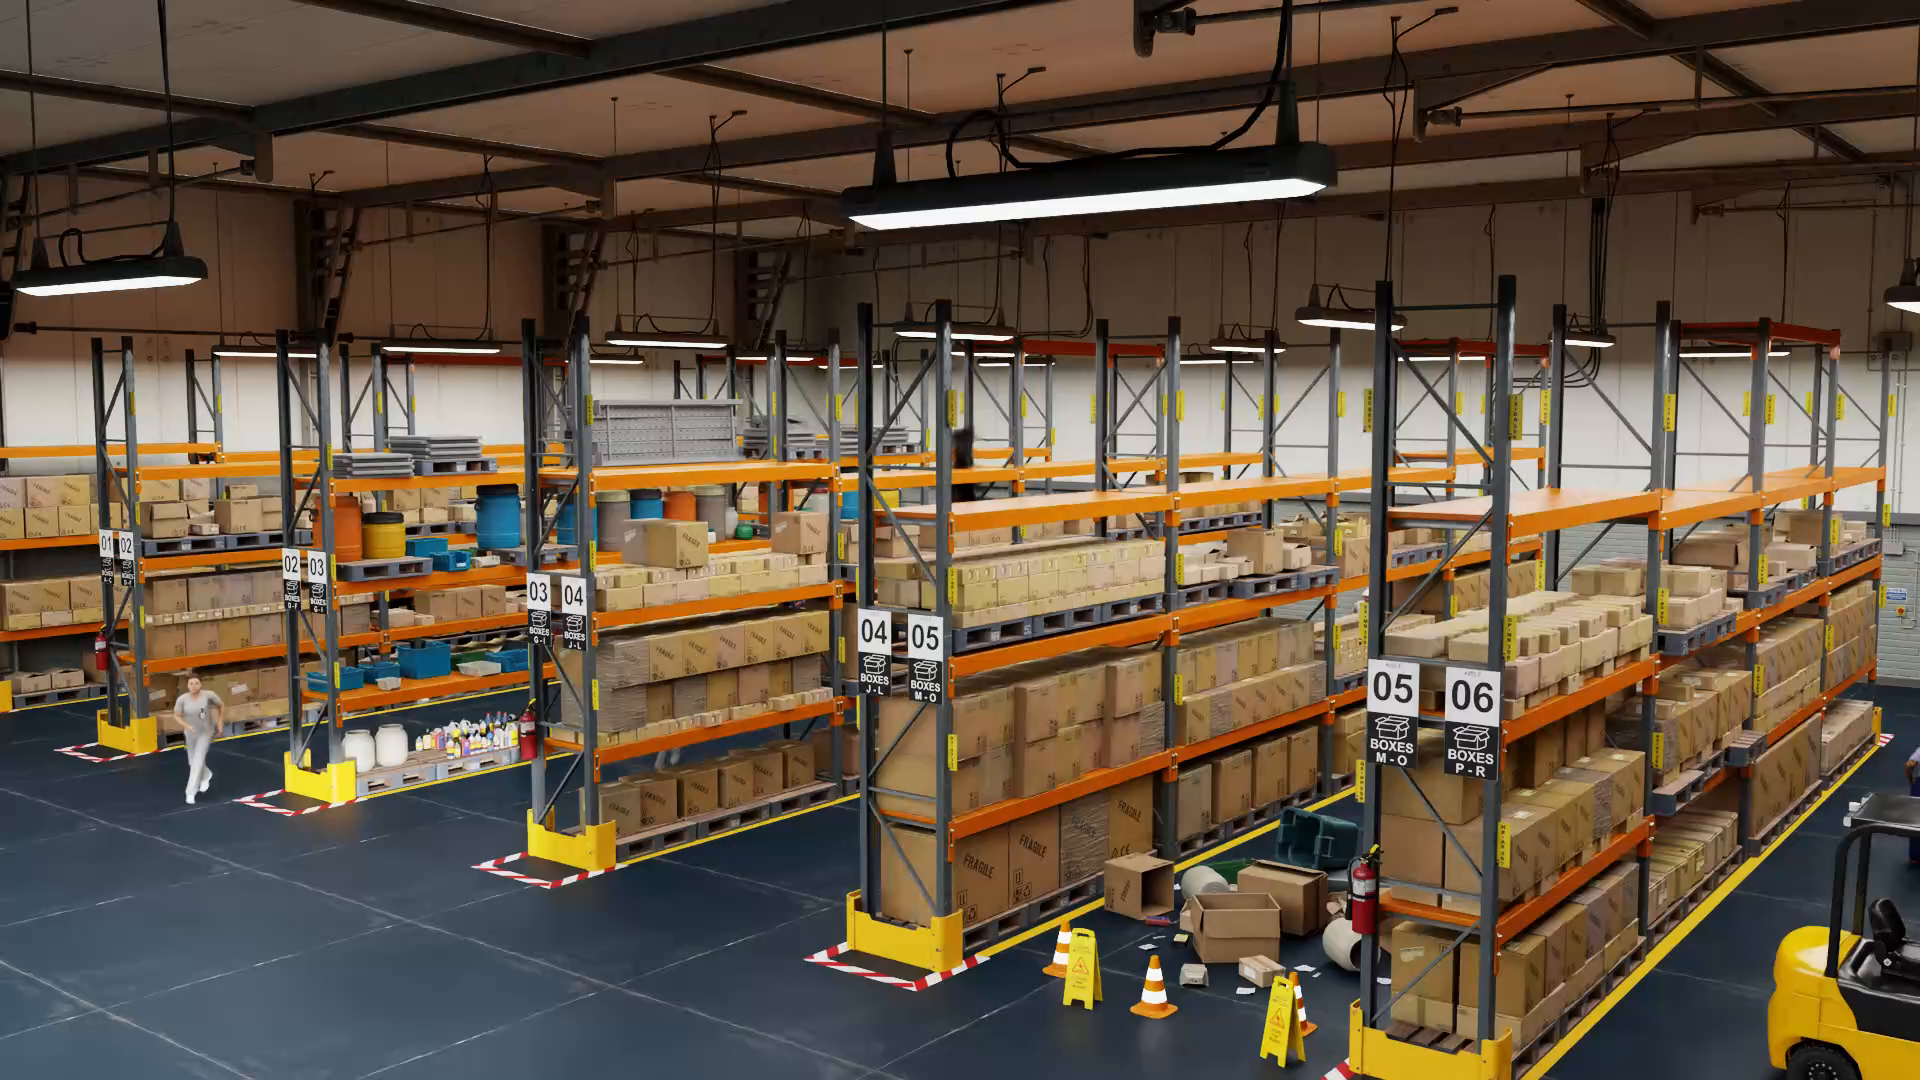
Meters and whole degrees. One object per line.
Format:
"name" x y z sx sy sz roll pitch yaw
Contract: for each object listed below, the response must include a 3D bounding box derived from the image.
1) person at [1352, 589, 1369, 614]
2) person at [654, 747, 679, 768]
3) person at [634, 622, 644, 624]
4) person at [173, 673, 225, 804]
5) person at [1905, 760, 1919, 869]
"person" 7.363 1.709 29.958 0.666 1.709 0.700 2 5 21
"person" -4.061 2.307 22.713 0.612 1.572 0.908 2 5 19
"person" -5.481 1.806 28.550 0.651 1.811 0.833 5 7 42
"person" -9.739 2.498 21.367 0.567 1.657 0.751 -1 5 -7
"person" 10.599 2.809 18.044 0.637 1.616 0.788 3 6 28
